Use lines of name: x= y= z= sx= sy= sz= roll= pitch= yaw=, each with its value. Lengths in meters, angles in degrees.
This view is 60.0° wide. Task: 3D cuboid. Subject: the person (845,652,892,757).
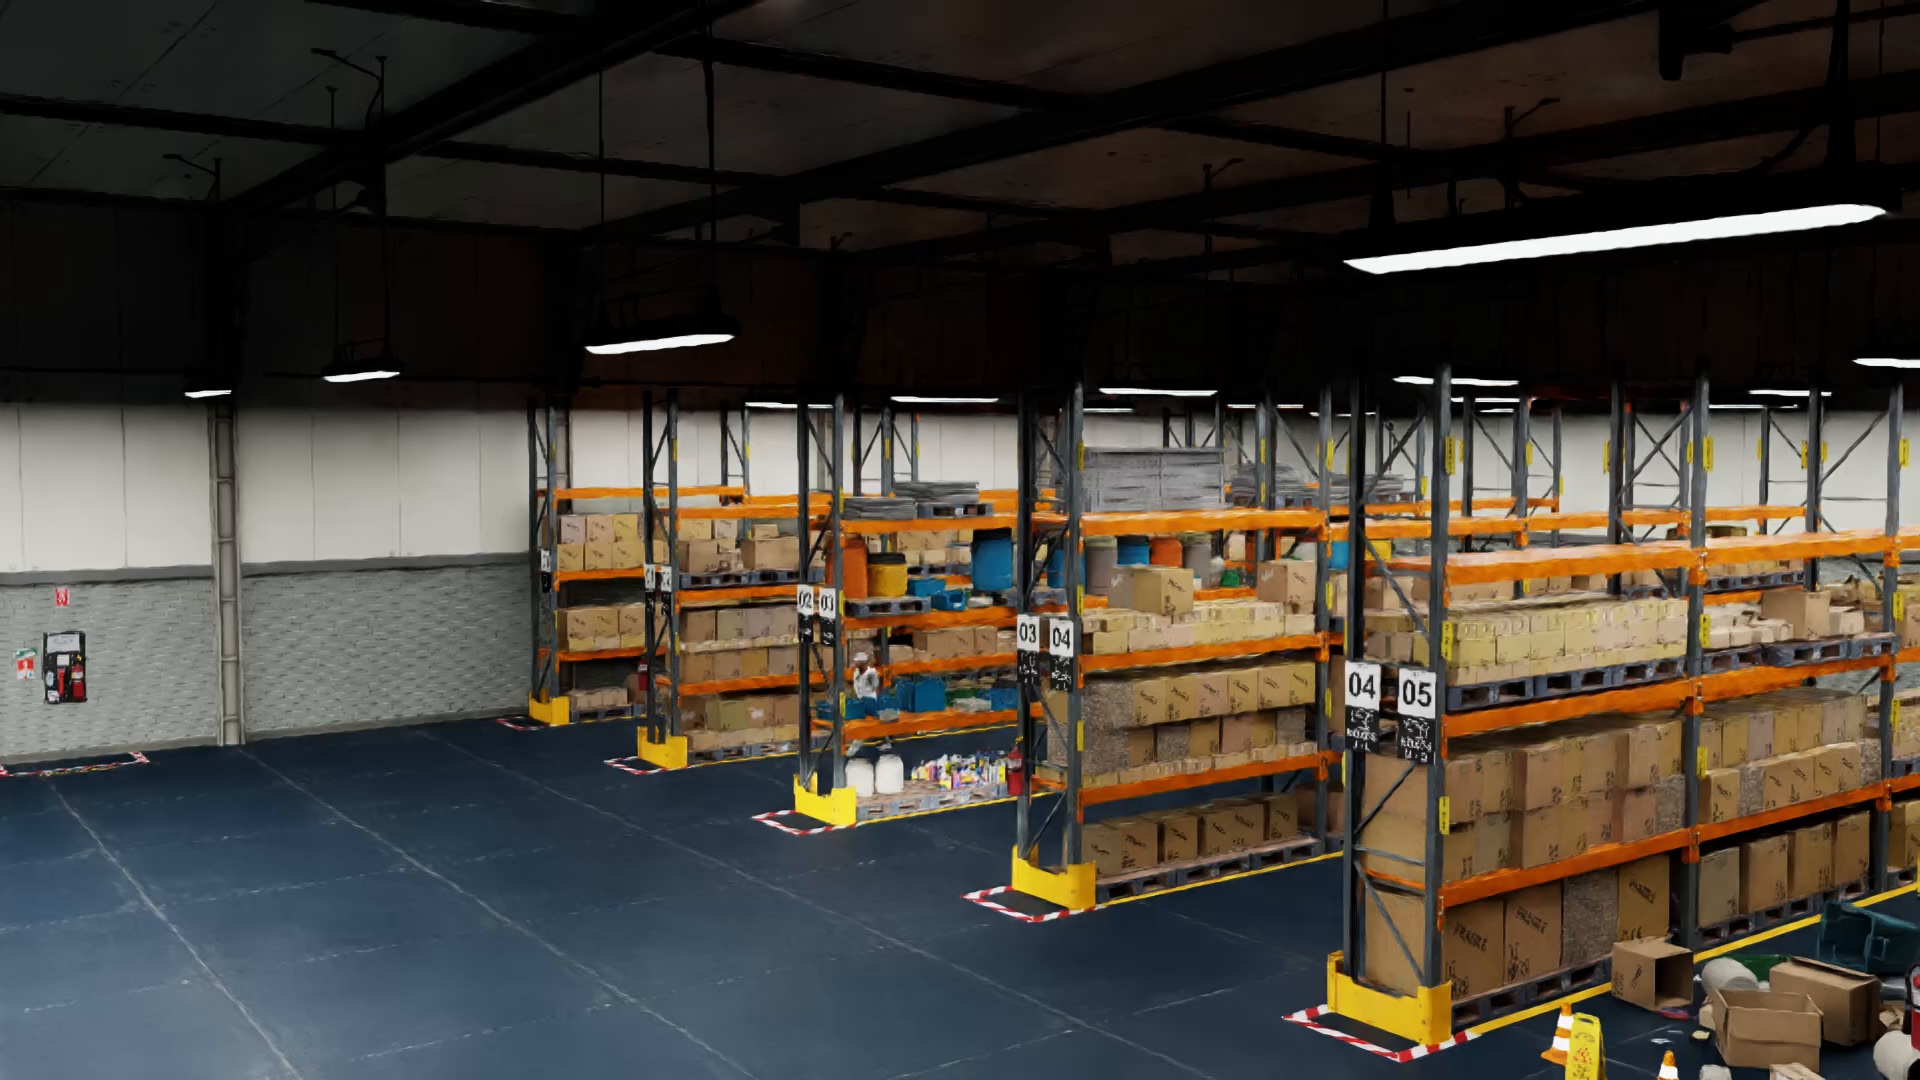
person: x=-1.575 y=2.681 z=27.382 sx=1.122 sy=1.706 sz=0.566 roll=-2 pitch=4 yaw=-34
